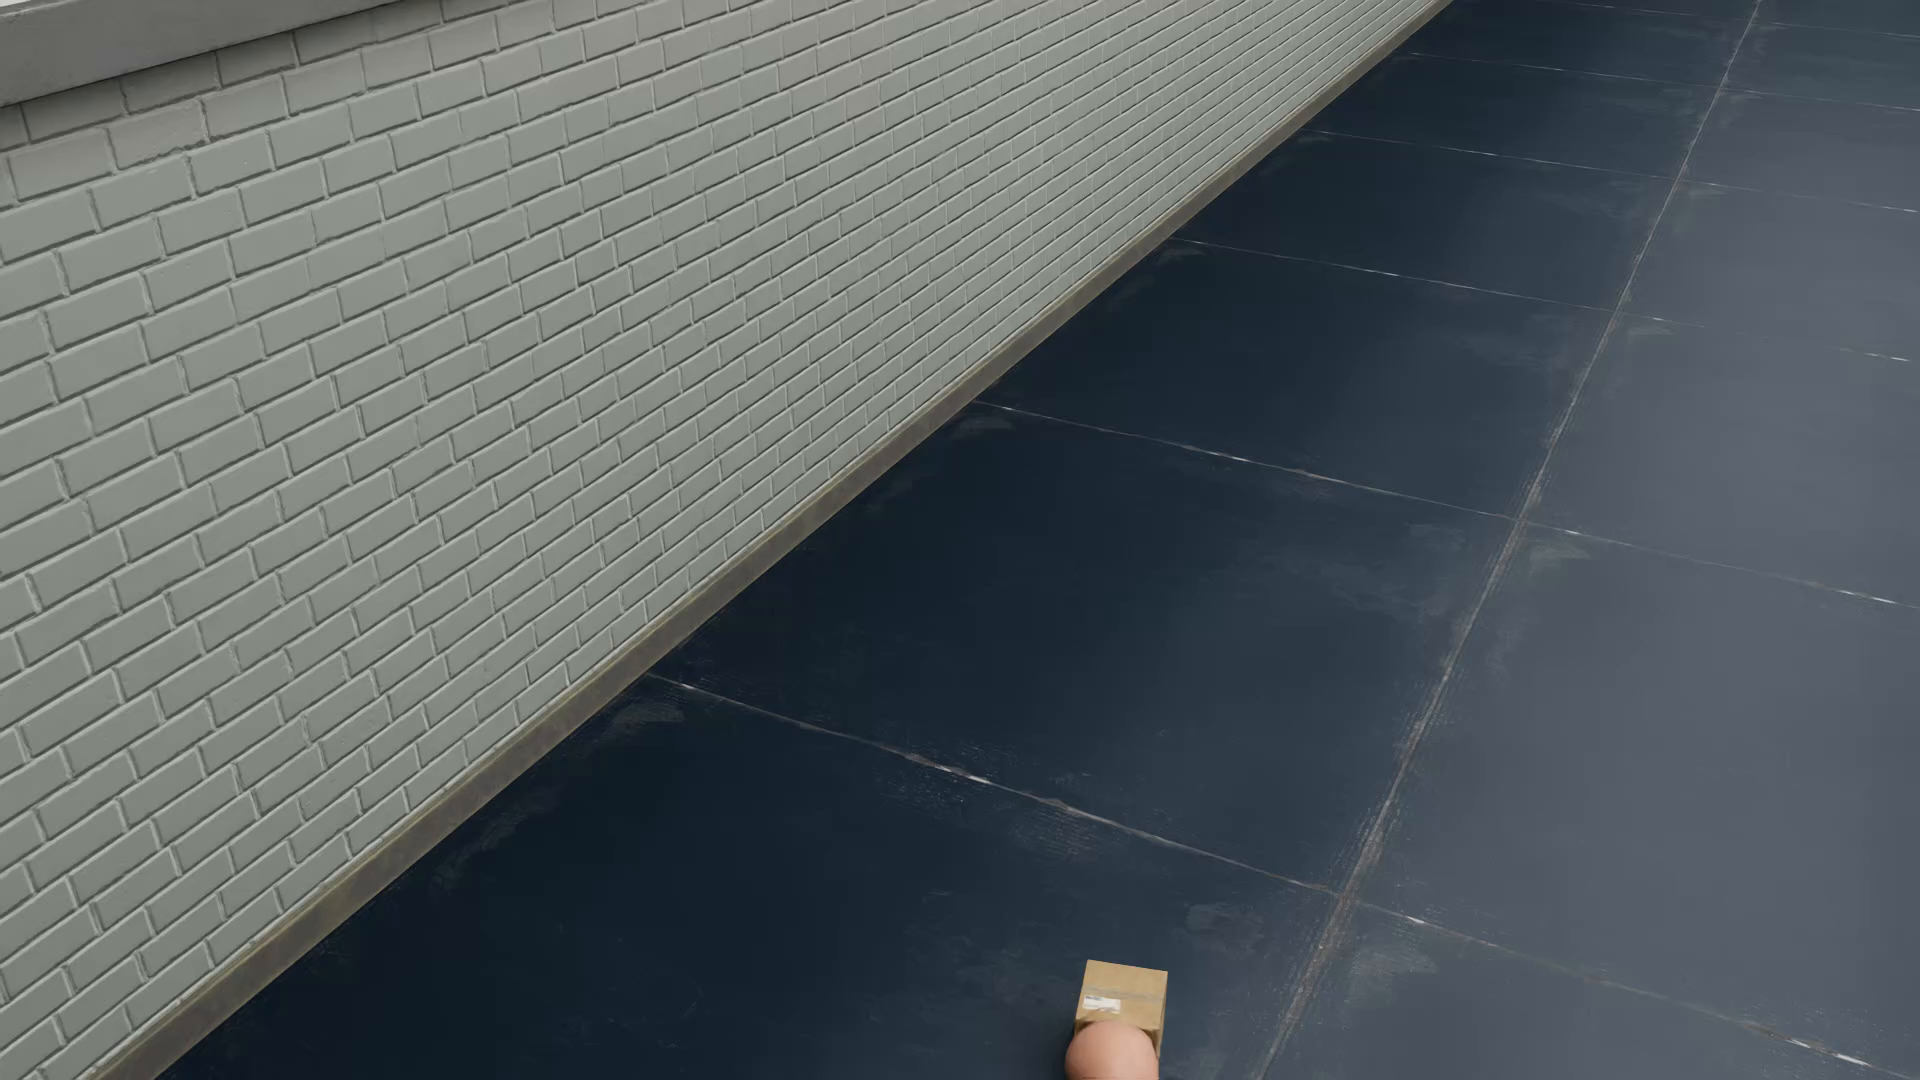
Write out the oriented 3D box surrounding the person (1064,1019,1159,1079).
[{"bbox_3d":[0.315,1.643,3.307,0.564,1.670,1.073,-4,30,-7],"label":"person"}]
